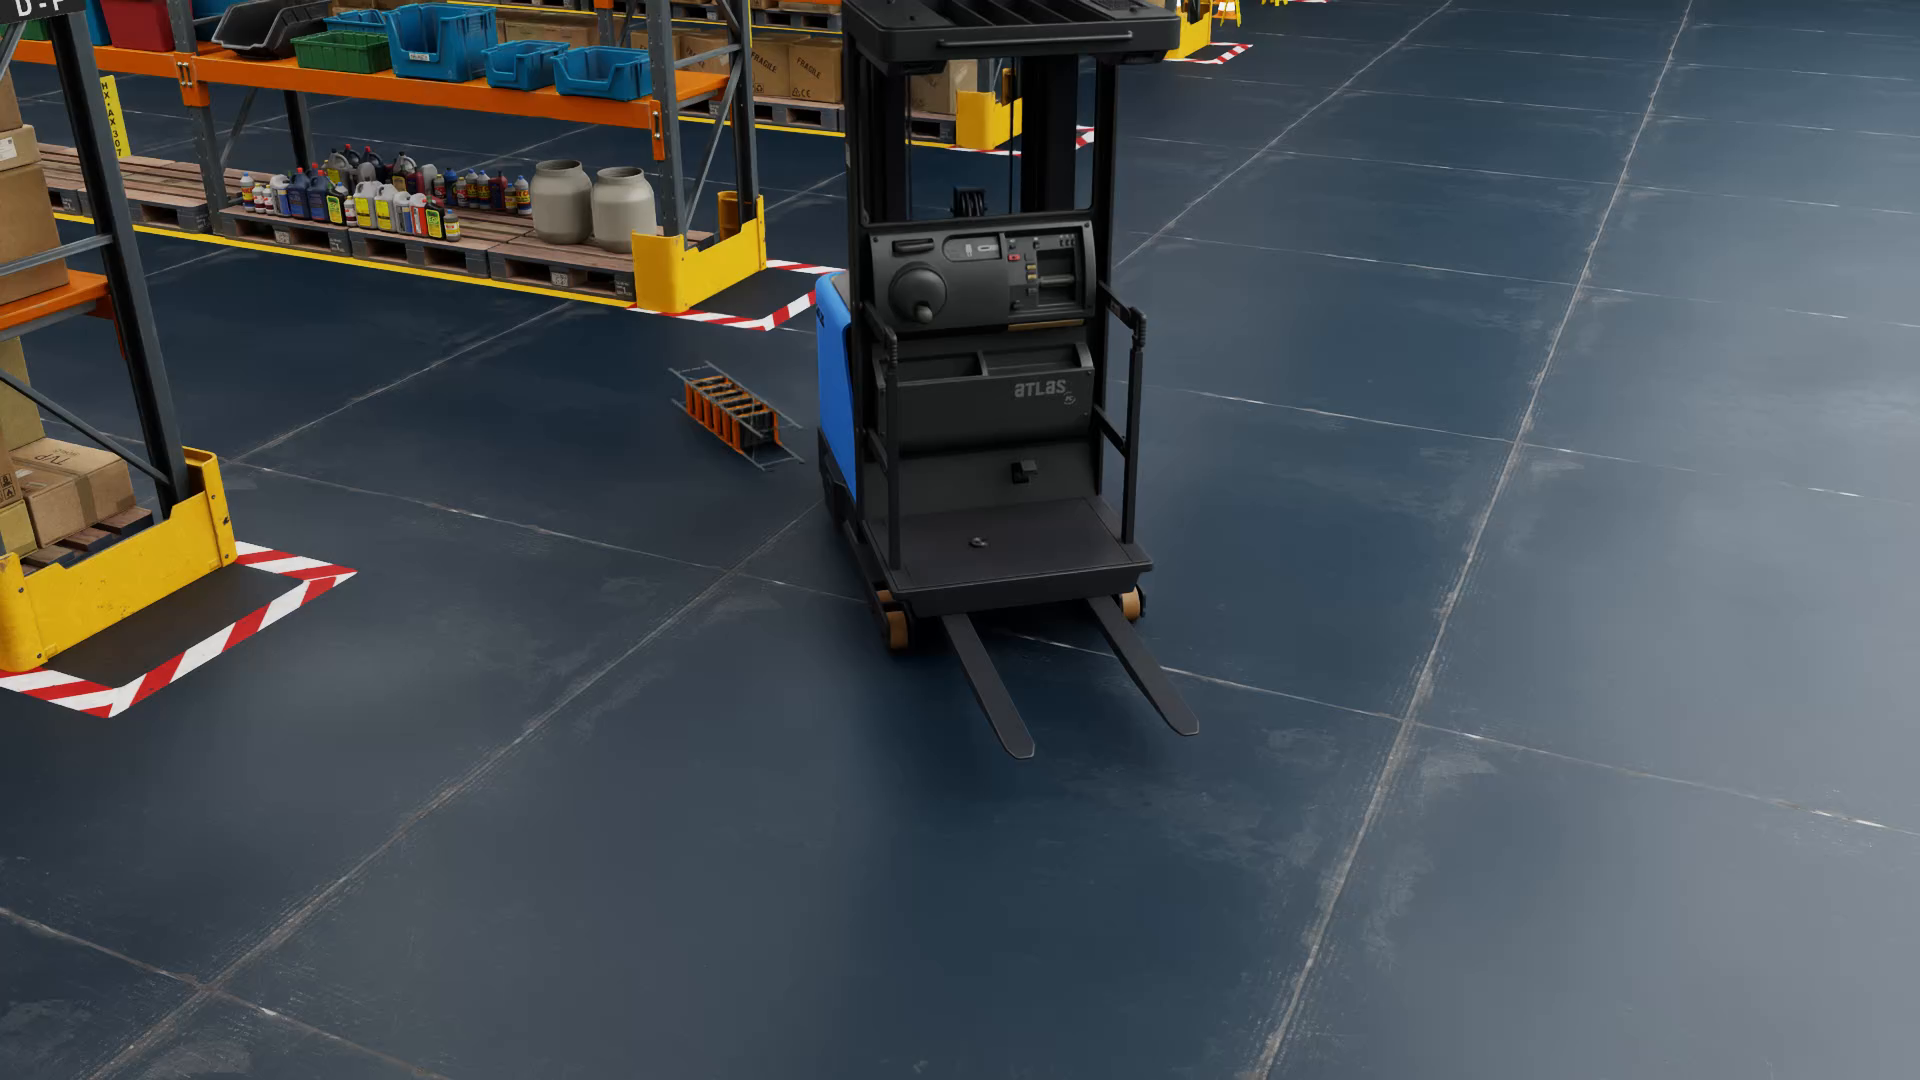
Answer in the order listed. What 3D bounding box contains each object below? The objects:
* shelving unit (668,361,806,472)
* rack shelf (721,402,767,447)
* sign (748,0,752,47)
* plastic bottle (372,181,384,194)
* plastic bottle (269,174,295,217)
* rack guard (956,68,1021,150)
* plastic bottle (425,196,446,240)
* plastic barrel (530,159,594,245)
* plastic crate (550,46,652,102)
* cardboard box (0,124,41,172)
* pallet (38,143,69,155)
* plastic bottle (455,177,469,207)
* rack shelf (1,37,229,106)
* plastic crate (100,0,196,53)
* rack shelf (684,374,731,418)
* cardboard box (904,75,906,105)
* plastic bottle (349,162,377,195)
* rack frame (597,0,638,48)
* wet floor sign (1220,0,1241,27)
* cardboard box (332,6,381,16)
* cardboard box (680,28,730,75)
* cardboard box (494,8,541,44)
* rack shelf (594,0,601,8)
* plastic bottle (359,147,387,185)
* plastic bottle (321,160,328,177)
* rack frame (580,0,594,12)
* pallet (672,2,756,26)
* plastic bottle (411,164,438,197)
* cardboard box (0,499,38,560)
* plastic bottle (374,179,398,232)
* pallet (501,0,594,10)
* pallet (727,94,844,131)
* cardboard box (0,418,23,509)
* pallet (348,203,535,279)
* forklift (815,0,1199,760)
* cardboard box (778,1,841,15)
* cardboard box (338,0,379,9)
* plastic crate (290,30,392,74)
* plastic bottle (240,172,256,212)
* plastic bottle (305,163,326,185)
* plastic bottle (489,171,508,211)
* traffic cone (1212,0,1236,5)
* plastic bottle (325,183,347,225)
[{"bbox_3d":[-1.211,-0.678,8.904,0.258,0.189,1.200,-15,30,-28],"label":"shelving unit"},{"bbox_3d":[-1.124,-0.617,8.779,0.258,0.180,0.103,-15,30,-28],"label":"rack shelf"},{"bbox_3d":[-1.407,-3.410,10.967,0.005,0.325,0.100,11,28,22],"label":"sign"},{"bbox_3d":[-4.120,-2.410,11.834,0.135,0.276,0.152,11,28,22],"label":"plastic bottle"},{"bbox_3d":[-4.866,-2.490,11.996,0.135,0.276,0.152,12,29,24],"label":"plastic bottle"},{"bbox_3d":[0.342,-3.949,15.206,0.348,0.500,1.175,11,28,22],"label":"rack guard"},{"bbox_3d":[-3.606,-2.218,11.436,0.133,0.283,0.061,12,29,23],"label":"plastic bottle"},{"bbox_3d":[-2.726,-2.319,11.405,0.421,0.512,0.421,0,26,0],"label":"plastic barrel"},{"bbox_3d":[-2.219,-2.970,10.555,0.616,0.251,0.499,11,28,22],"label":"plastic crate"},{"bbox_3d":[-3.961,-1.569,6.693,0.250,0.149,0.380,11,28,21],"label":"cardboard box"},{"bbox_3d":[-8.232,-3.120,13.848,1.213,0.211,1.003,11,28,22],"label":"pallet"},{"bbox_3d":[-3.654,-2.563,12.230,0.097,0.201,0.097,0,26,0],"label":"plastic bottle"},{"bbox_3d":[-7.101,-3.840,12.968,4.000,0.370,1.077,11,28,22],"label":"rack shelf"},{"bbox_3d":[-5.848,-3.791,11.982,0.583,0.464,0.402,11,28,22],"label":"plastic crate"},{"bbox_3d":[-1.377,-0.794,9.146,0.258,0.180,0.103,-15,30,-28],"label":"rack shelf"},{"bbox_3d":[-0.709,-4.340,15.524,0.500,0.500,0.500,20,33,35],"label":"cardboard box"},{"bbox_3d":[-4.439,-2.671,12.365,0.135,0.276,0.152,11,28,22],"label":"plastic bottle"},{"bbox_3d":[-3.230,-5.788,16.111,0.127,3.000,1.000,11,28,22],"label":"rack frame"},{"bbox_3d":[3.402,-6.767,20.765,0.232,0.644,0.267,6,27,13],"label":"wet floor sign"},{"bbox_3d":[-6.253,-5.481,17.819,0.500,0.500,0.700,10,28,19],"label":"cardboard box"},{"bbox_3d":[-2.358,-4.664,16.183,0.500,0.500,0.500,22,34,38],"label":"cardboard box"},{"bbox_3d":[-4.716,-5.182,17.211,0.500,0.500,0.700,9,28,17],"label":"cardboard box"},{"bbox_3d":[-5.051,-5.831,17.013,4.000,0.370,1.077,11,28,22],"label":"rack shelf"},{"bbox_3d":[-4.400,-2.769,12.479,0.185,0.351,0.144,10,28,19],"label":"plastic bottle"},{"bbox_3d":[-4.821,-2.798,12.707,0.097,0.201,0.097,0,26,0],"label":"plastic bottle"},{"bbox_3d":[-4.726,-8.496,21.610,0.127,3.000,1.000,11,28,22],"label":"rack frame"},{"bbox_3d":[-2.933,-6.846,21.417,1.213,0.211,1.003,11,28,22],"label":"pallet"},{"bbox_3d":[-3.960,-2.645,12.312,0.135,0.276,0.152,12,29,23],"label":"plastic bottle"},{"bbox_3d":[-4.303,-0.009,7.009,0.500,0.250,0.500,11,28,22],"label":"cardboard box"},{"bbox_3d":[-3.989,-2.345,11.618,0.185,0.351,0.144,13,29,24],"label":"plastic bottle"},{"bbox_3d":[-5.437,-7.388,22.517,1.213,0.211,1.003,11,28,22],"label":"pallet"},{"bbox_3d":[-1.490,-4.206,16.054,1.213,0.211,1.003,11,28,22],"label":"pallet"},{"bbox_3d":[-4.304,-0.344,6.842,0.500,0.500,0.500,11,28,22],"label":"cardboard box"},{"bbox_3d":[-3.572,-2.184,11.946,1.213,0.211,1.003,11,28,22],"label":"pallet"},{"bbox_3d":[0.152,-1.047,6.558,1.130,2.935,3.031,-6,27,-13],"label":"forklift"},{"bbox_3d":[-1.687,-7.021,20.685,0.750,0.750,1.050,11,28,22],"label":"cardboard box"},{"bbox_3d":[-6.249,-5.822,17.661,0.500,0.250,0.500,13,29,24],"label":"cardboard box"},{"bbox_3d":[-4.161,-3.340,11.378,0.662,0.188,0.450,11,28,22],"label":"plastic crate"},{"bbox_3d":[-5.172,-2.536,12.095,0.097,0.271,0.097,0,26,0],"label":"plastic bottle"},{"bbox_3d":[-4.658,-2.549,12.033,0.185,0.351,0.144,11,28,22],"label":"plastic bottle"},{"bbox_3d":[-3.359,-2.550,12.110,0.133,0.283,0.061,12,29,23],"label":"plastic bottle"},{"bbox_3d":[3.588,-7.463,22.385,0.334,0.463,0.336,11,28,22],"label":"traffic cone"},{"bbox_3d":[-4.412,-2.380,11.765,0.133,0.283,0.061,13,29,24],"label":"plastic bottle"}]
